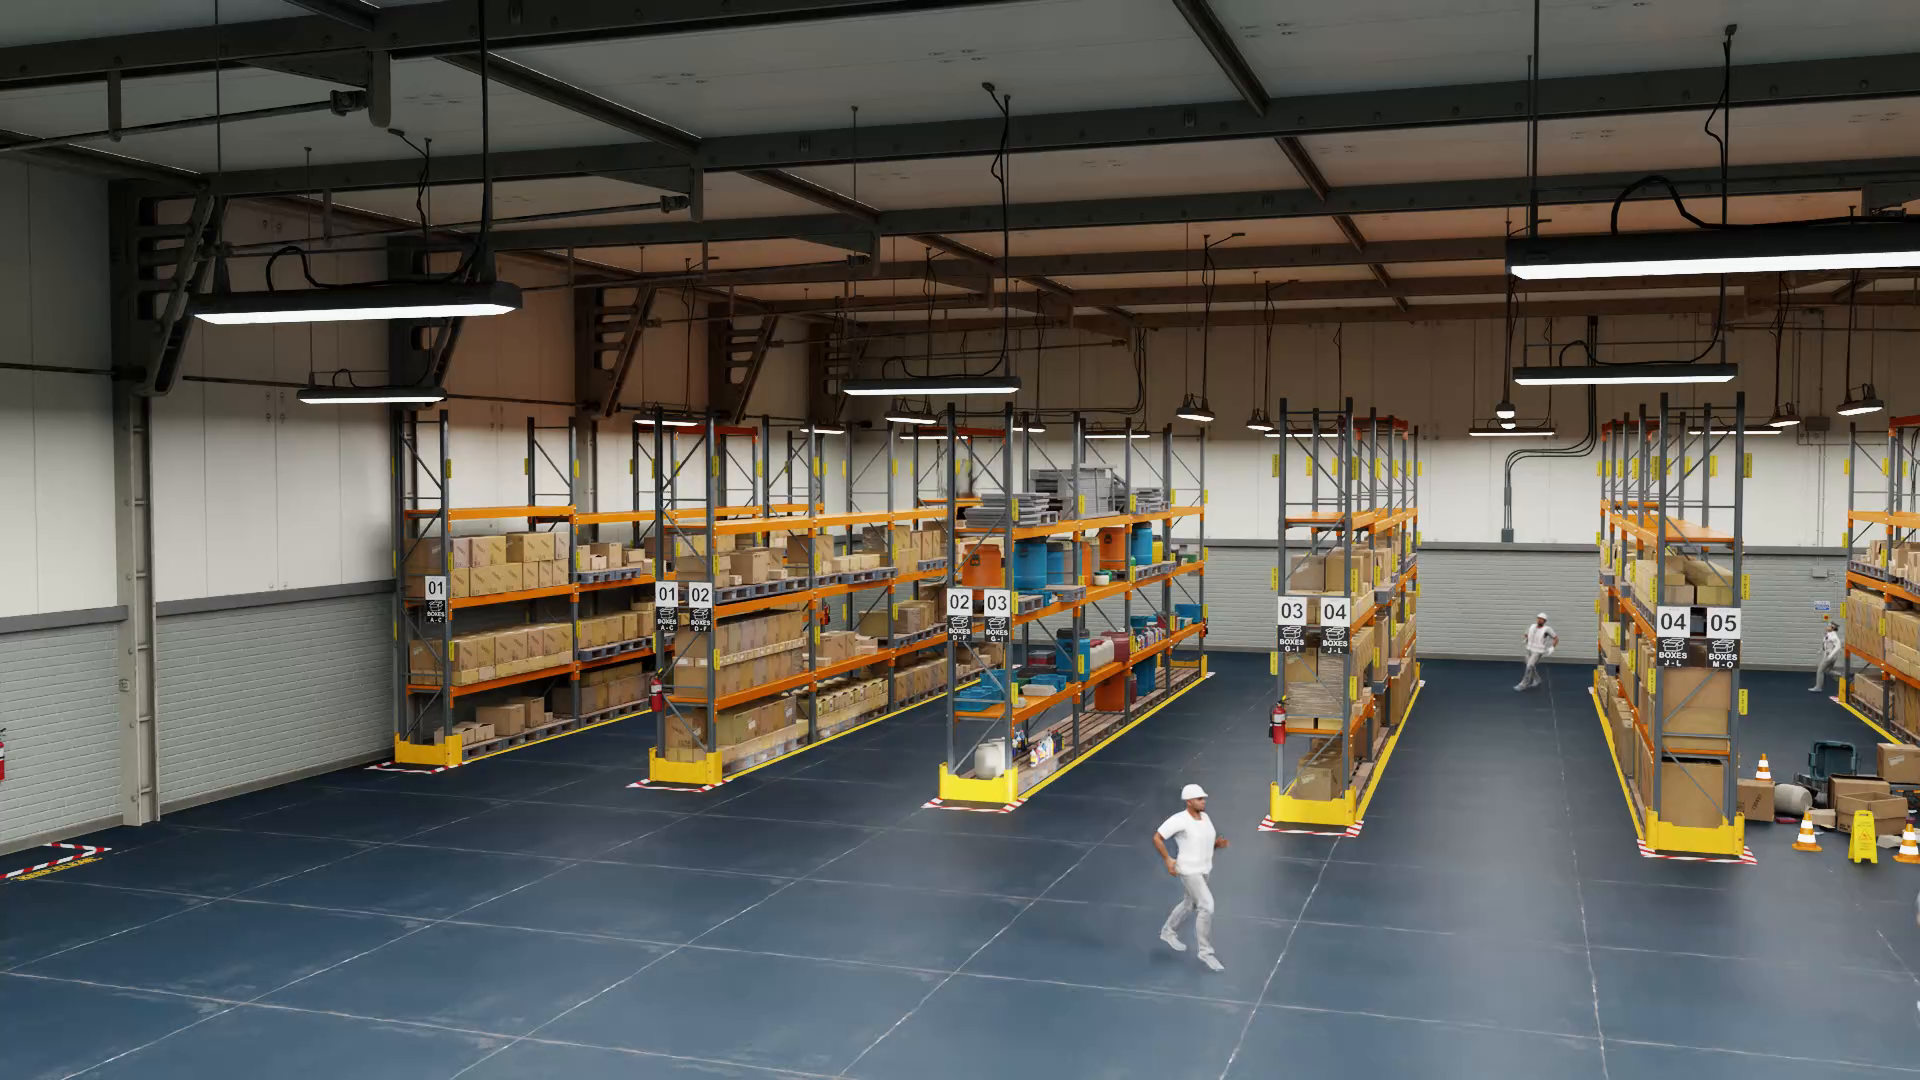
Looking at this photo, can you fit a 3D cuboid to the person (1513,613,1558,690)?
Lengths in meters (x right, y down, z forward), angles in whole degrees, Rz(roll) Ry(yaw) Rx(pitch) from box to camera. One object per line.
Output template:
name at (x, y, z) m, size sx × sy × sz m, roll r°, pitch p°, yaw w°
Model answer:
person at (12.883, 2.504, 37.340) m, size 0.963 × 1.726 × 0.739 m, roll -1°, pitch 3°, yaw -28°

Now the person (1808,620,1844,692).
person at (19.316, 2.587, 36.951) m, size 0.803 × 1.644 × 0.675 m, roll 1°, pitch 3°, yaw 25°

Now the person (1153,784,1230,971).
person at (2.361, 3.385, 16.856) m, size 0.820 × 1.819 × 0.677 m, roll 2°, pitch 3°, yaw 37°
